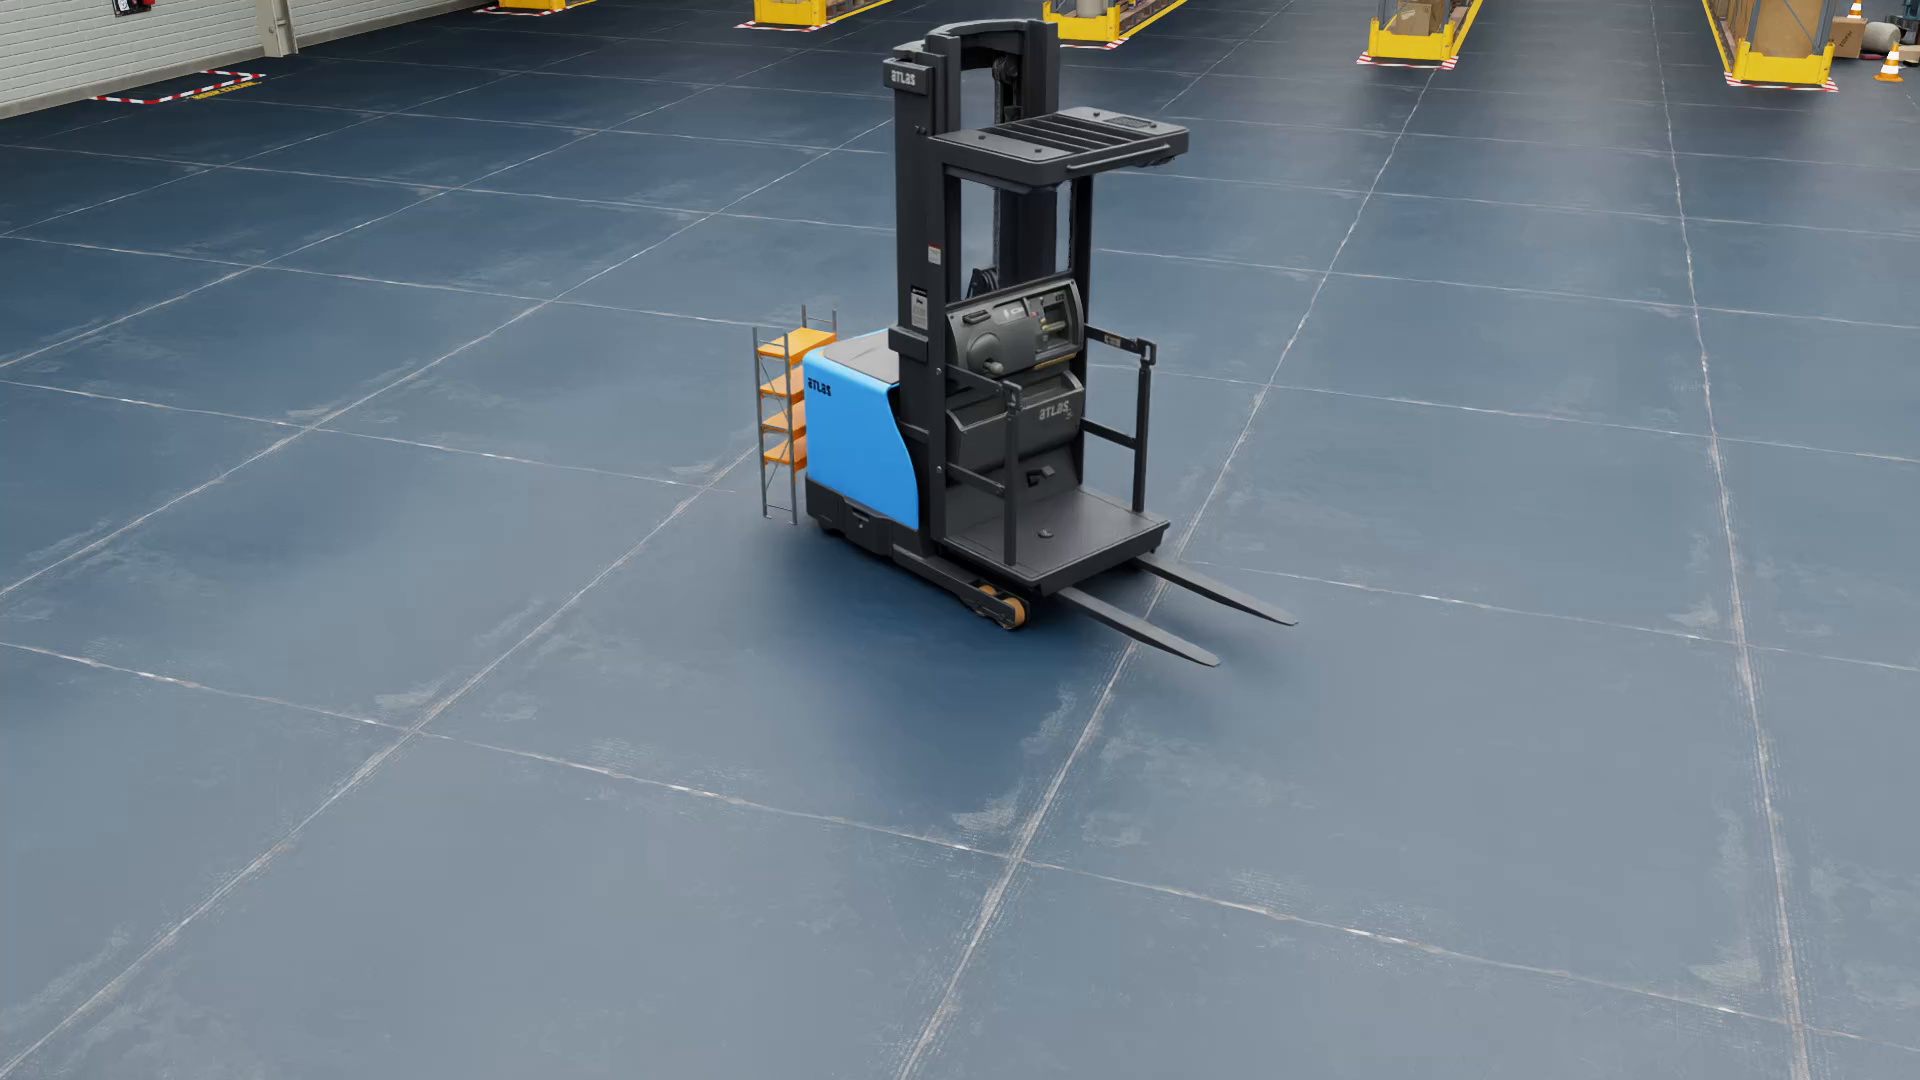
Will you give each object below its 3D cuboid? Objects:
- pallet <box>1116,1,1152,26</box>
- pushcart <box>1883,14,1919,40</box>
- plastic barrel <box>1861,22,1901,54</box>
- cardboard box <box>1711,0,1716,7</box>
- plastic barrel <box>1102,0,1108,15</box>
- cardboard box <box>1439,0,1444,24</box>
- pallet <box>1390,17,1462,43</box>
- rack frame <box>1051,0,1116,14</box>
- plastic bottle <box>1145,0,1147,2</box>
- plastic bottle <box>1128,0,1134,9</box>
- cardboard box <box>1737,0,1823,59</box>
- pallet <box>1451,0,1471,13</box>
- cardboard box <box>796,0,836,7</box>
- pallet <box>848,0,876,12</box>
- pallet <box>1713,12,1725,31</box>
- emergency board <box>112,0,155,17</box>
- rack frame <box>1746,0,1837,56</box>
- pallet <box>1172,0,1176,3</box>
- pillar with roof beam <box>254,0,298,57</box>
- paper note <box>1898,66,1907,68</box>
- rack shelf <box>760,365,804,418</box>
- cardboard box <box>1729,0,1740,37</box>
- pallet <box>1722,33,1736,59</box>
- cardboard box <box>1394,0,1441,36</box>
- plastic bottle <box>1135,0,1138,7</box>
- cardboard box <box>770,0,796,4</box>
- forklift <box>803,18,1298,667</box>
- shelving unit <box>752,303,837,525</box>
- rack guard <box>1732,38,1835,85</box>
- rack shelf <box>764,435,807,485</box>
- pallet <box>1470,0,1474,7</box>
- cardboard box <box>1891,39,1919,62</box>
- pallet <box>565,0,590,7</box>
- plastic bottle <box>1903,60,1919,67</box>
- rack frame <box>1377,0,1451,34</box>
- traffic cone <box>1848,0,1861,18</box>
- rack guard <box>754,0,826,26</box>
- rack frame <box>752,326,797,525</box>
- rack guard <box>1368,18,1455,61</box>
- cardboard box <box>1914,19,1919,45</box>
[{"bbox_3d":[2.559,-8.752,27.584,1.003,0.211,1.213,9,27,17],"label":"pallet"},{"bbox_3d":[15.075,-7.755,25.333,1.648,0.377,0.936,0,26,-1],"label":"pushcart"},{"bbox_3d":[13.610,-7.453,24.657,0.421,0.421,0.512,-14,29,-27],"label":"plastic barrel"},{"bbox_3d":[12.987,-9.142,27.288,1.050,0.750,0.750,9,27,17],"label":"cardboard box"},{"bbox_3d":[2.209,-8.693,26.636,0.421,0.512,0.421,0,26,0],"label":"plastic barrel"},{"bbox_3d":[7.182,-8.241,25.716,0.500,0.500,0.500,11,28,22],"label":"cardboard box"},{"bbox_3d":[7.302,-8.023,26.078,1.003,0.211,1.213,9,27,17],"label":"pallet"},{"bbox_3d":[1.895,-9.136,25.178,1.000,3.000,0.127,9,27,17],"label":"rack frame"},{"bbox_3d":[3.055,-9.168,27.864,0.152,0.276,0.135,9,27,18],"label":"plastic bottle"},{"bbox_3d":[2.792,-8.806,27.122,0.097,0.271,0.097,0,26,0],"label":"plastic bottle"},{"bbox_3d":[11.373,-7.178,23.090,0.875,0.875,0.875,9,27,18],"label":"cardboard box"},{"bbox_3d":[8.155,-9.127,28.358,1.003,0.211,1.213,9,27,17],"label":"pallet"},{"bbox_3d":[-2.386,-8.996,27.561,0.500,0.250,0.500,9,27,17],"label":"cardboard box"},{"bbox_3d":[-2.152,-9.421,28.966,1.003,0.211,1.213,9,27,17],"label":"pallet"},{"bbox_3d":[12.726,-8.374,26.803,1.003,0.211,1.213,9,27,17],"label":"pallet"},{"bbox_3d":[-10.885,-7.511,21.820,0.194,1.169,0.643,9,27,17],"label":"emergency board"},{"bbox_3d":[11.210,-7.657,22.123,1.000,3.000,0.127,9,27,17],"label":"rack frame"},{"bbox_3d":[3.451,-9.854,29.859,1.003,0.211,1.213,9,27,17],"label":"pallet"},{"bbox_3d":[-5.967,-10.596,21.309,9.100,9.000,0.400,9,27,17],"label":"pillar with roof beam"},{"bbox_3d":[13.318,-6.701,23.558,0.144,0.017,0.142,20,32,35],"label":"paper note"},{"bbox_3d":[-0.960,-0.890,9.852,0.258,0.148,0.480,14,29,27],"label":"rack shelf"},{"bbox_3d":[11.969,-7.915,24.611,0.875,0.875,0.875,9,27,18],"label":"cardboard box"},{"bbox_3d":[11.809,-7.242,24.465,1.003,0.211,1.213,9,27,17],"label":"pallet"},{"bbox_3d":[6.789,-7.736,24.673,0.500,0.500,0.500,14,29,27],"label":"cardboard box"},{"bbox_3d":[2.885,-8.902,27.306,0.061,0.283,0.133,9,27,18],"label":"plastic bottle"},{"bbox_3d":[-2.875,-9.071,27.716,0.500,0.250,0.500,9,27,17],"label":"cardboard box"},{"bbox_3d":[0.446,-1.097,8.653,1.130,2.935,3.031,-22,33,-37],"label":"forklift"},{"bbox_3d":[-0.960,-0.749,9.920,0.258,1.200,0.503,14,29,27],"label":"shelving unit"},{"bbox_3d":[11.202,-6.522,22.648,1.175,0.500,0.348,9,27,17],"label":"rack guard"},{"bbox_3d":[-0.960,-0.510,10.036,0.258,0.148,0.480,14,29,27],"label":"rack shelf"},{"bbox_3d":[8.559,-9.630,29.397,1.003,0.211,1.213,9,27,17],"label":"pallet"},{"bbox_3d":[13.705,-7.097,24.103,0.396,0.266,0.258,14,29,26],"label":"cardboard box"},{"bbox_3d":[-7.118,-9.678,29.496,1.003,0.211,1.213,9,27,17],"label":"pallet"},{"bbox_3d":[13.575,-6.819,23.763,0.133,0.061,0.283,0,26,-1],"label":"plastic bottle"},{"bbox_3d":[6.566,-8.418,23.695,1.000,3.000,0.127,9,27,17],"label":"rack frame"},{"bbox_3d":[14.411,-8.491,26.757,0.336,0.463,0.334,9,27,17],"label":"traffic cone"},{"bbox_3d":[-2.783,-8.721,27.189,1.175,0.500,0.348,9,27,17],"label":"rack guard"},{"bbox_3d":[-1.082,-0.657,9.730,0.240,1.200,0.015,14,29,27],"label":"rack frame"},{"bbox_3d":[6.591,-7.324,24.304,1.175,0.500,0.348,9,27,17],"label":"rack guard"},{"bbox_3d":[14.412,-7.393,24.286,0.797,0.637,0.503,9,27,17],"label":"cardboard box"}]
